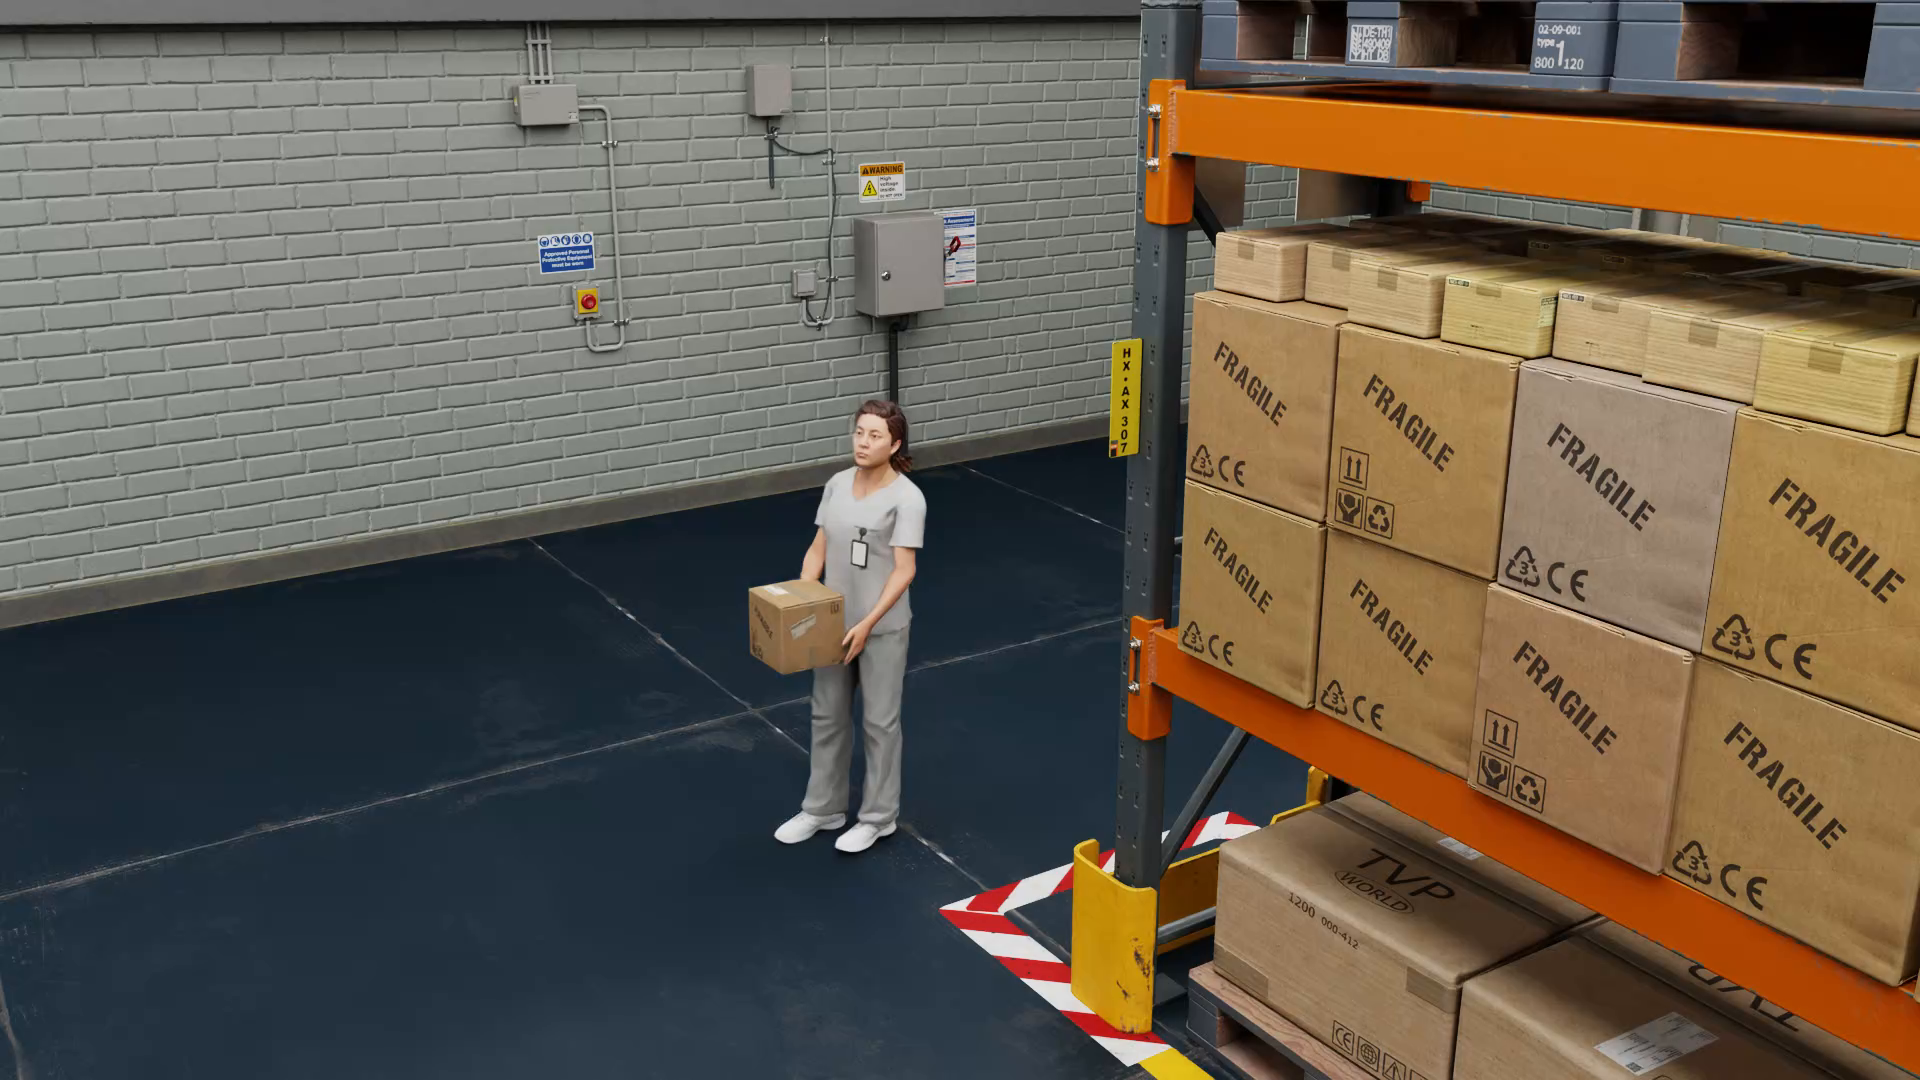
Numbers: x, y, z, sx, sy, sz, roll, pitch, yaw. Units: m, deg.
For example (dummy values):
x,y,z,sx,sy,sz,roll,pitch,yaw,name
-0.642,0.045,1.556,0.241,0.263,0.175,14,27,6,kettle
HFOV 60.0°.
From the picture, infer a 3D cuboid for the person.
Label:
x,y,z,sx,sy,sz,roll,pitch,yaw,name
-0.379,0.325,6.062,0.500,1.678,0.514,11,21,30,person
